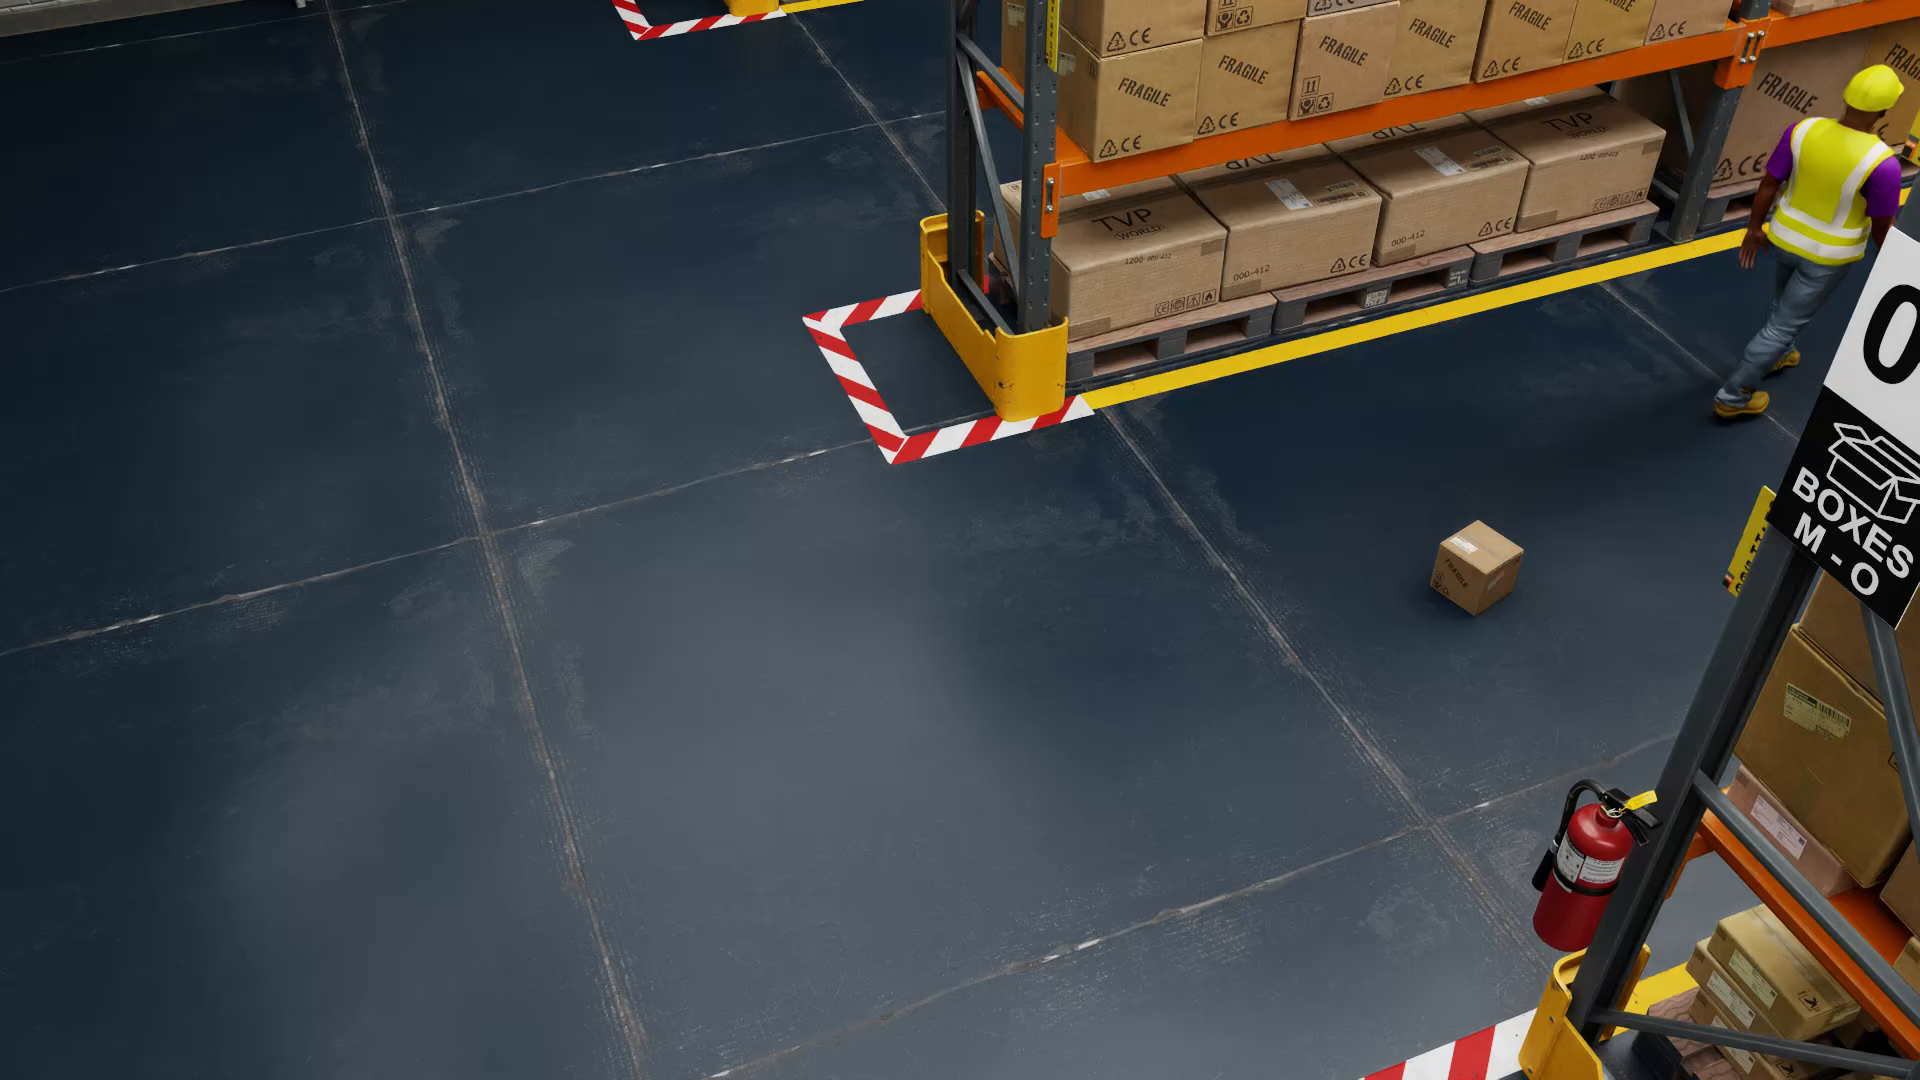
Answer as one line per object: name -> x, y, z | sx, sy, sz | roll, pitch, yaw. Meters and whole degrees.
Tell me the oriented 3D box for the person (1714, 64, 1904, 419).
person -> 4.013, -1.380, 7.692 | 0.837, 1.769, 0.585 | -21, 46, -22
